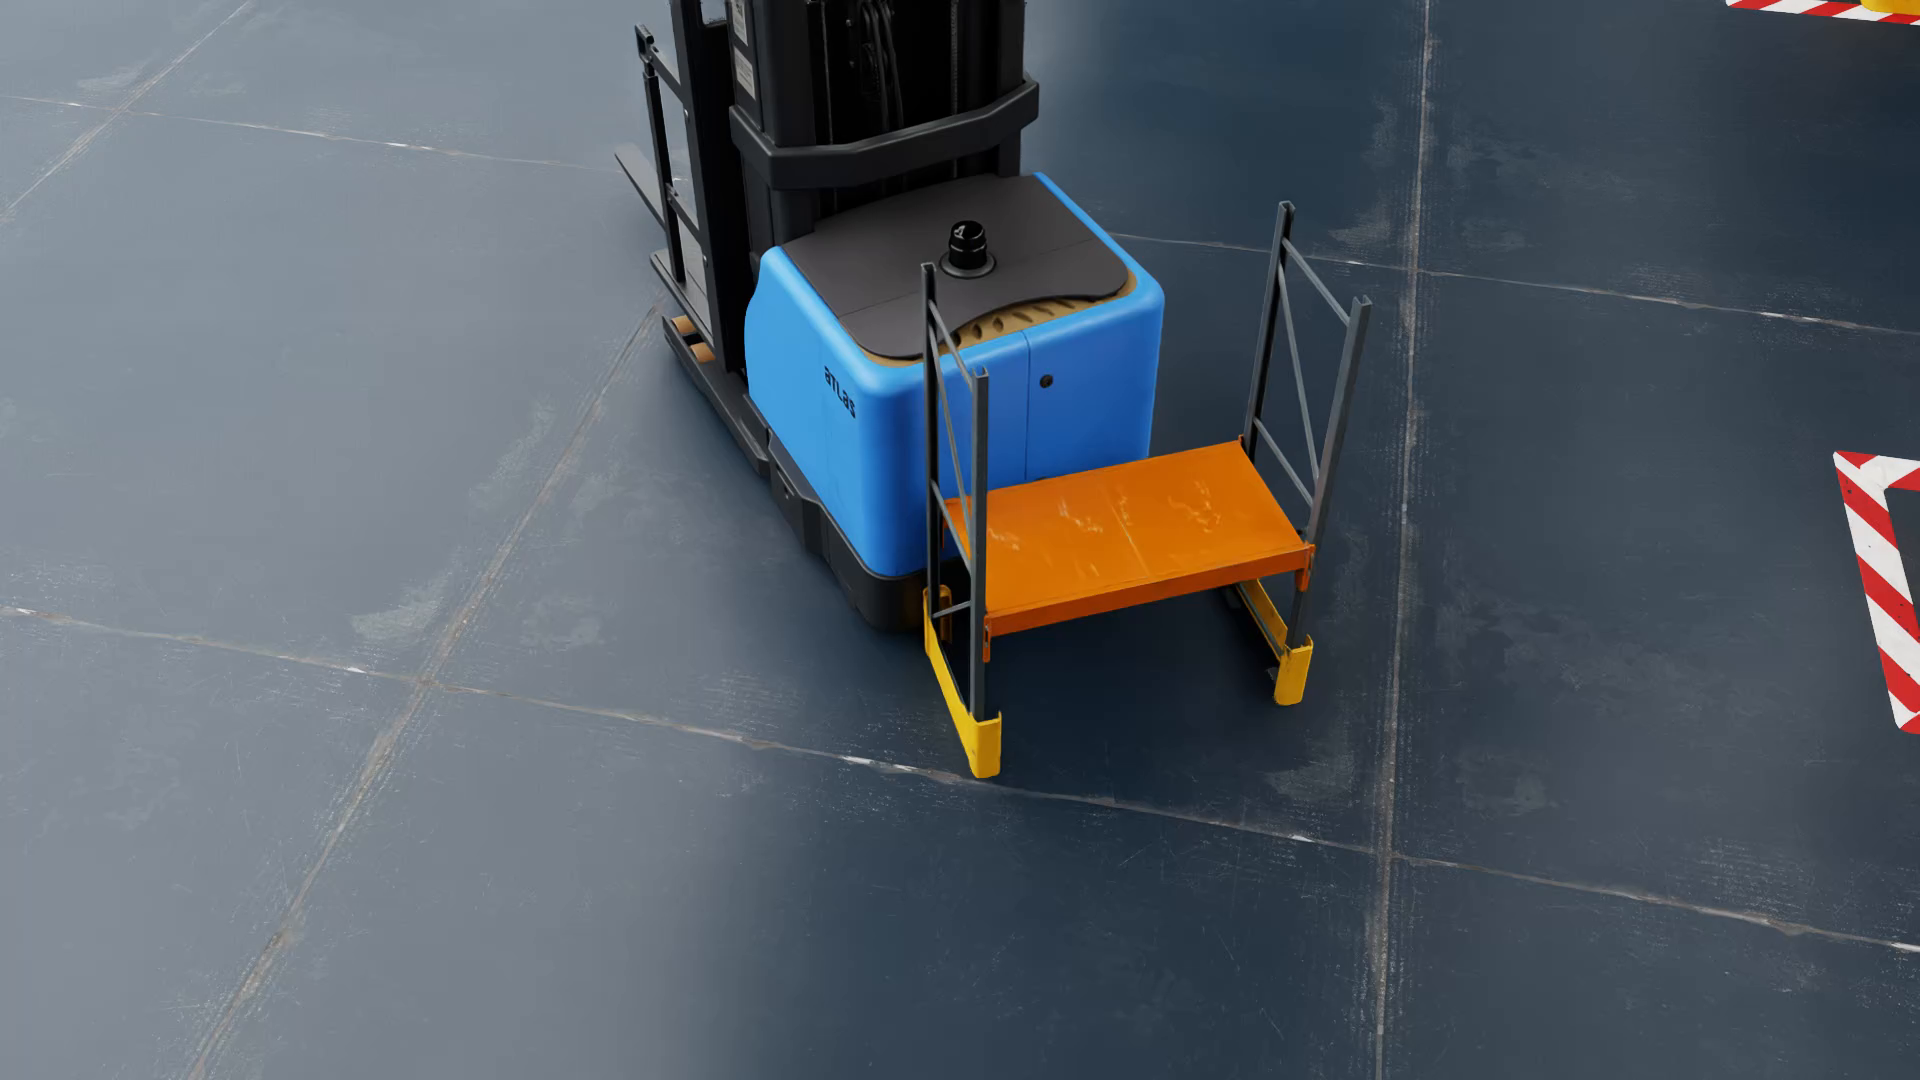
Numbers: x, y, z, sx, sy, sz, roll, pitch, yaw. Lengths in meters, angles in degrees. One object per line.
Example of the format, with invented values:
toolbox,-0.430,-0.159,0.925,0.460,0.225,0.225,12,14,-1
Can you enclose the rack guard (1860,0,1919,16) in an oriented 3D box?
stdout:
rack guard,4.969,-3.284,8.802,0.348,0.500,1.175,9,45,9

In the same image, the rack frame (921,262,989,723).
rack frame,-0.016,-0.017,4.686,0.032,1.500,0.500,-12,45,-12

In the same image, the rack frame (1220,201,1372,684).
rack frame,0.958,-0.220,4.897,0.032,1.500,0.500,-12,45,-12

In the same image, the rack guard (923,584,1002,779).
rack guard,0.003,0.429,5.124,0.087,0.250,0.587,-12,45,-12

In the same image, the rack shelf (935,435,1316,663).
rack shelf,0.471,0.011,4.916,1.000,0.185,0.538,-12,45,-12

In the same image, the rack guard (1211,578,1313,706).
rack guard,0.957,0.230,5.330,0.087,0.250,0.587,-12,45,-12

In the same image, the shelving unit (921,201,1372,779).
shelving unit,0.480,-0.120,4.794,1.083,1.500,0.587,-12,45,-12

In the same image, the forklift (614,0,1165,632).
forklift,-0.496,-1.780,5.486,1.130,2.935,3.031,-20,47,-20
